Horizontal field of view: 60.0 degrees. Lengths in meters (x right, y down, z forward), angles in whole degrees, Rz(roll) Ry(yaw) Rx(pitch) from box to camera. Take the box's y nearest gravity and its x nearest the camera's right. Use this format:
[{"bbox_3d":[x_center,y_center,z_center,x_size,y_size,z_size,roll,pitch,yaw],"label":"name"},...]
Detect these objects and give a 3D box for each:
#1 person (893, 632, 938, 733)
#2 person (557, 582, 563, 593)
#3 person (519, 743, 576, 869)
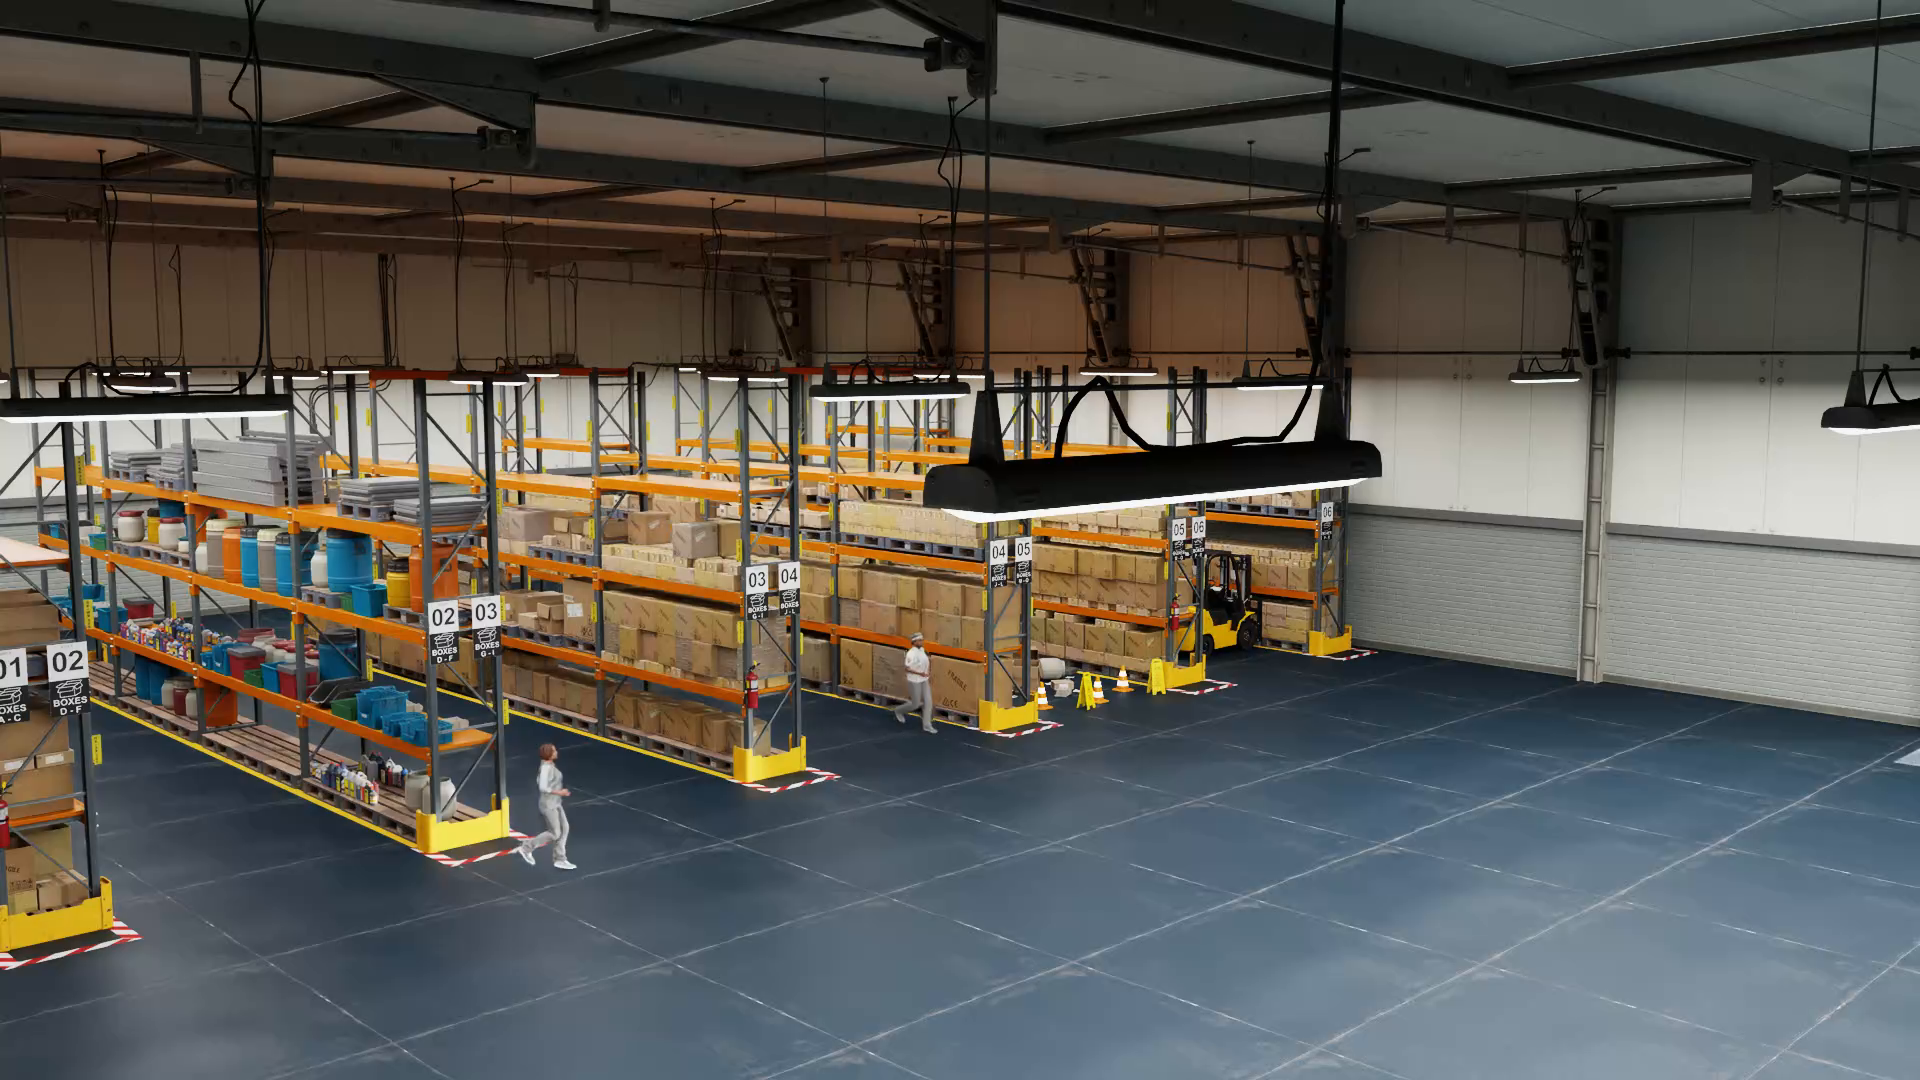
[{"bbox_3d":[-0.724,2.362,27.829,0.851,1.692,0.579,4,8,34],"label":"person"},{"bbox_3d":[-9.799,0.751,41.710,0.654,1.826,0.752,5,8,39],"label":"person"},{"bbox_3d":[-5.059,3.267,20.325,0.677,1.595,0.536,-1,6,-7],"label":"person"}]
